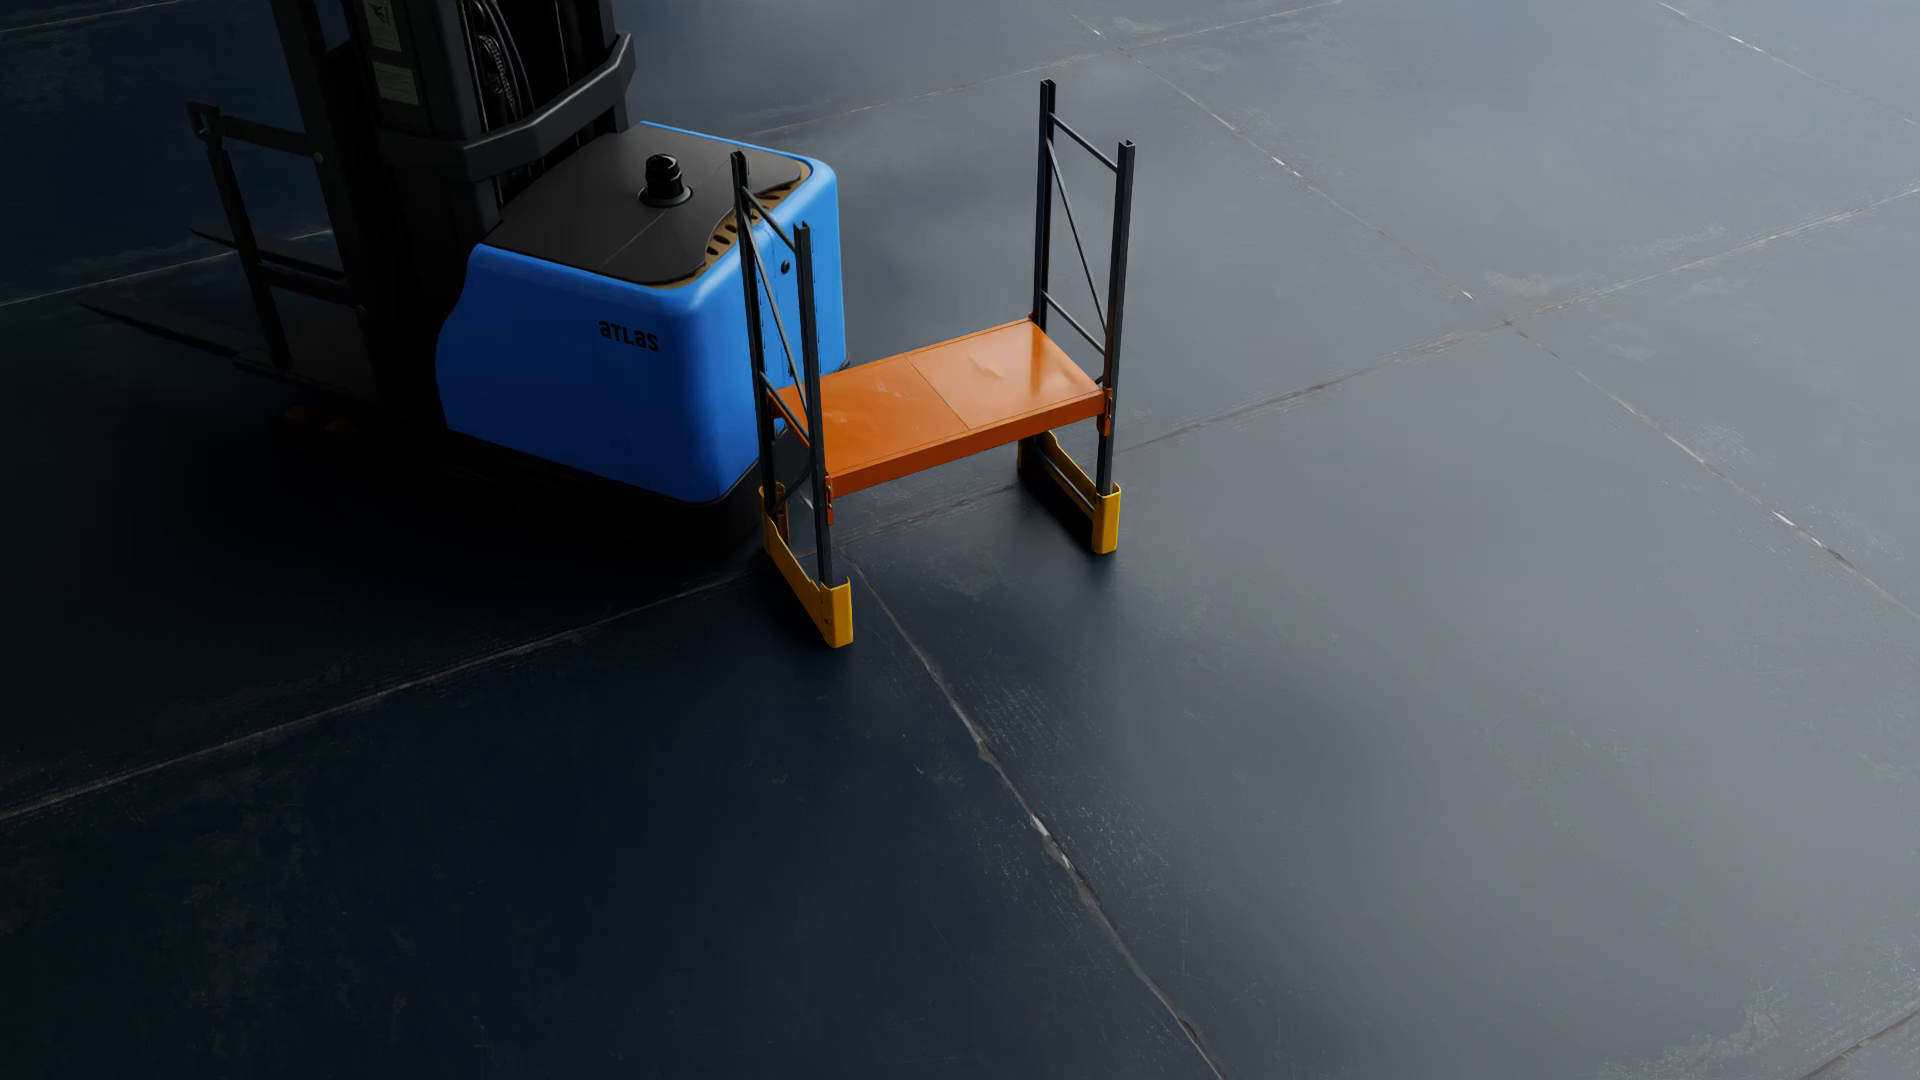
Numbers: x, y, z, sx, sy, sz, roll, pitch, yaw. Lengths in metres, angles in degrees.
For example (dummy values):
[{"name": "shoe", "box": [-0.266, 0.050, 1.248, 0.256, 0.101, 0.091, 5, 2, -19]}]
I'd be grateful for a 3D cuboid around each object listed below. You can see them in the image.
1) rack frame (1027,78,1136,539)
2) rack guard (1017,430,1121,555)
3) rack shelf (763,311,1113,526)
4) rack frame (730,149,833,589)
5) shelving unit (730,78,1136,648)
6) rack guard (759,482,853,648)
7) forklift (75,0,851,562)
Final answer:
[{"name": "rack frame", "box": [0.375, -0.699, 5.415, 0.032, 1.500, 0.500, -19, 44, -21]}, {"name": "rack guard", "box": [0.374, -0.221, 5.818, 0.087, 0.250, 0.587, -19, 44, -21]}, {"name": "rack shelf", "box": [-0.076, -0.410, 5.352, 1.000, 0.185, 0.538, -19, 44, -21]}, {"name": "rack frame", "box": [-0.527, -0.395, 5.056, 0.032, 1.500, 0.500, -19, 44, -21]}, {"name": "shelving unit", "box": [-0.068, -0.550, 5.239, 1.083, 1.500, 0.587, -19, 44, -21]}, {"name": "rack guard", "box": [-0.509, 0.076, 5.467, 0.087, 0.250, 0.587, -19, 44, -21]}, {"name": "forklift", "box": [-1.961, -1.684, 5.471, 3.031, 2.935, 1.130, 16, 43, 19]}]
